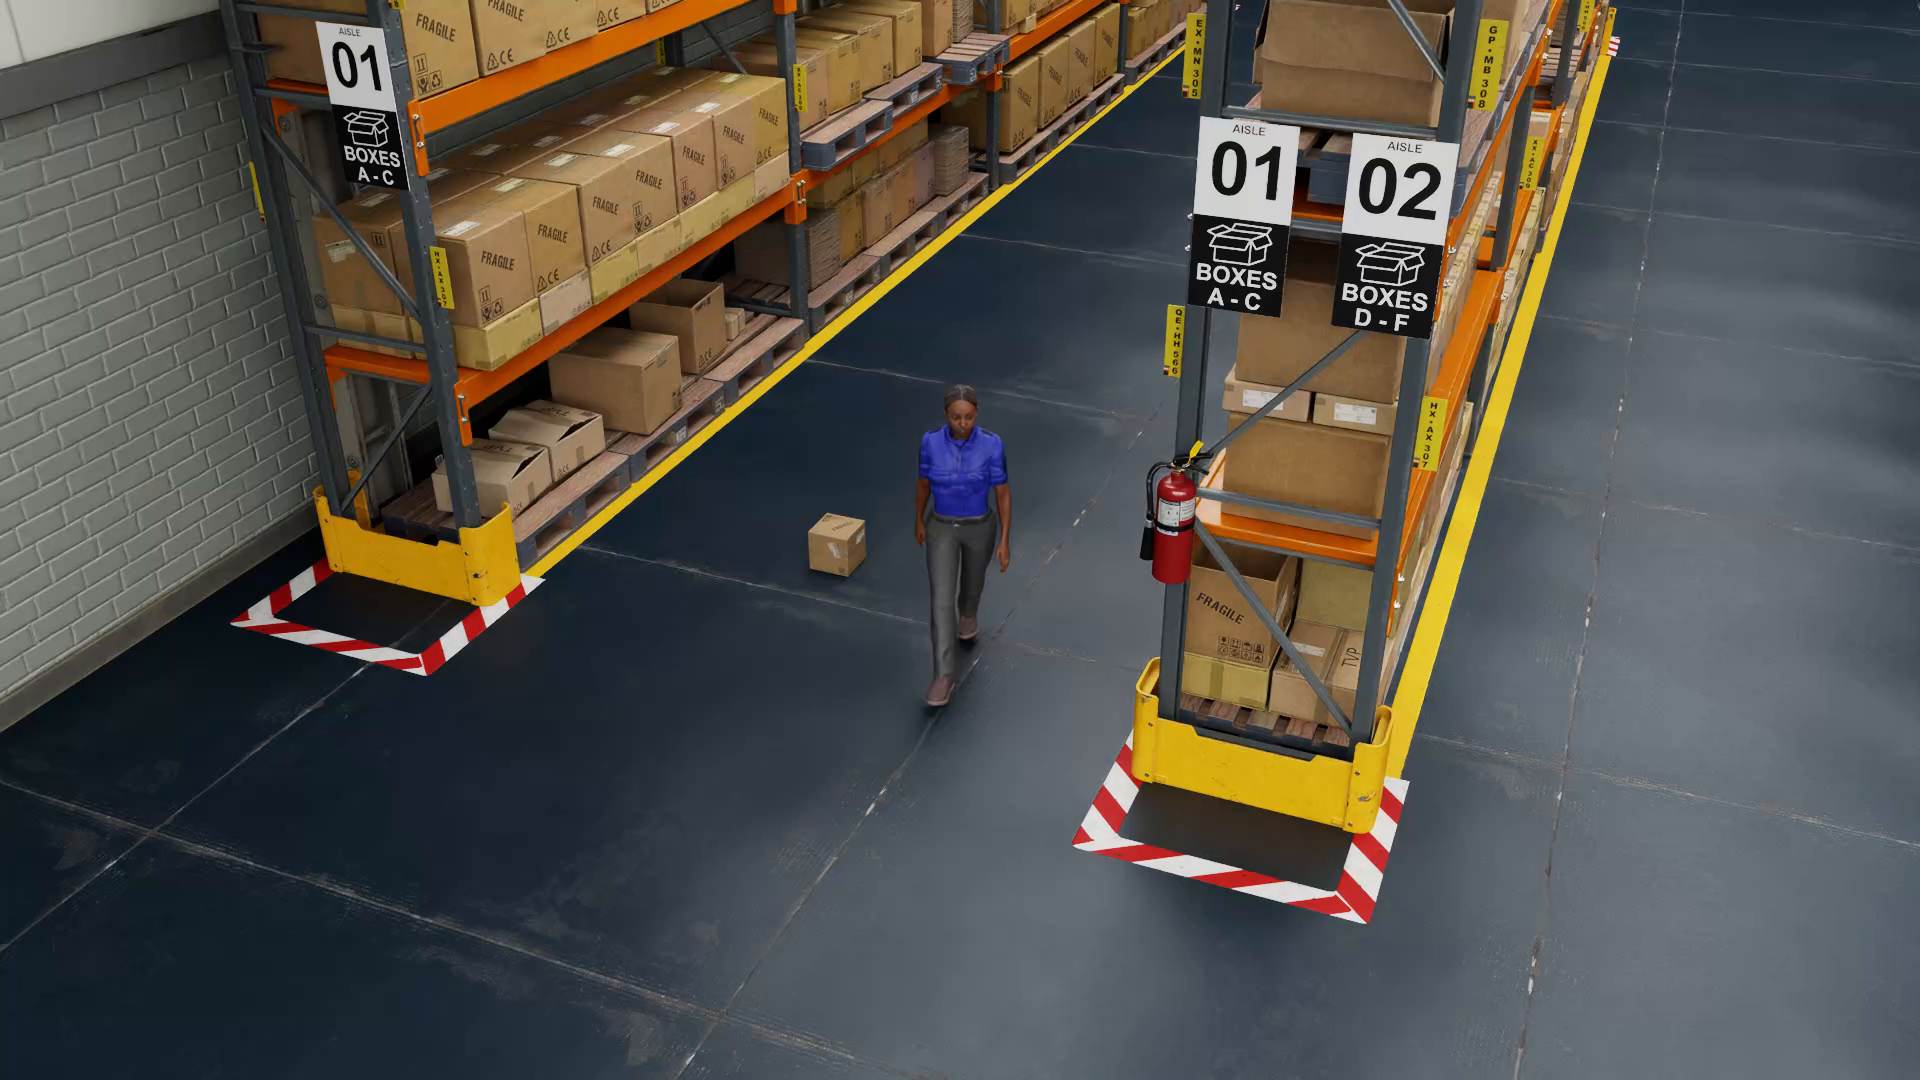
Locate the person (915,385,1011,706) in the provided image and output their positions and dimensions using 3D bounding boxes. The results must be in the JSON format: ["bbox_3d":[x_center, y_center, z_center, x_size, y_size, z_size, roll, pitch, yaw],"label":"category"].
[{"bbox_3d":[0.010,-0.040,8.449,0.498,1.604,0.966,1,30,1],"label":"person"}]
